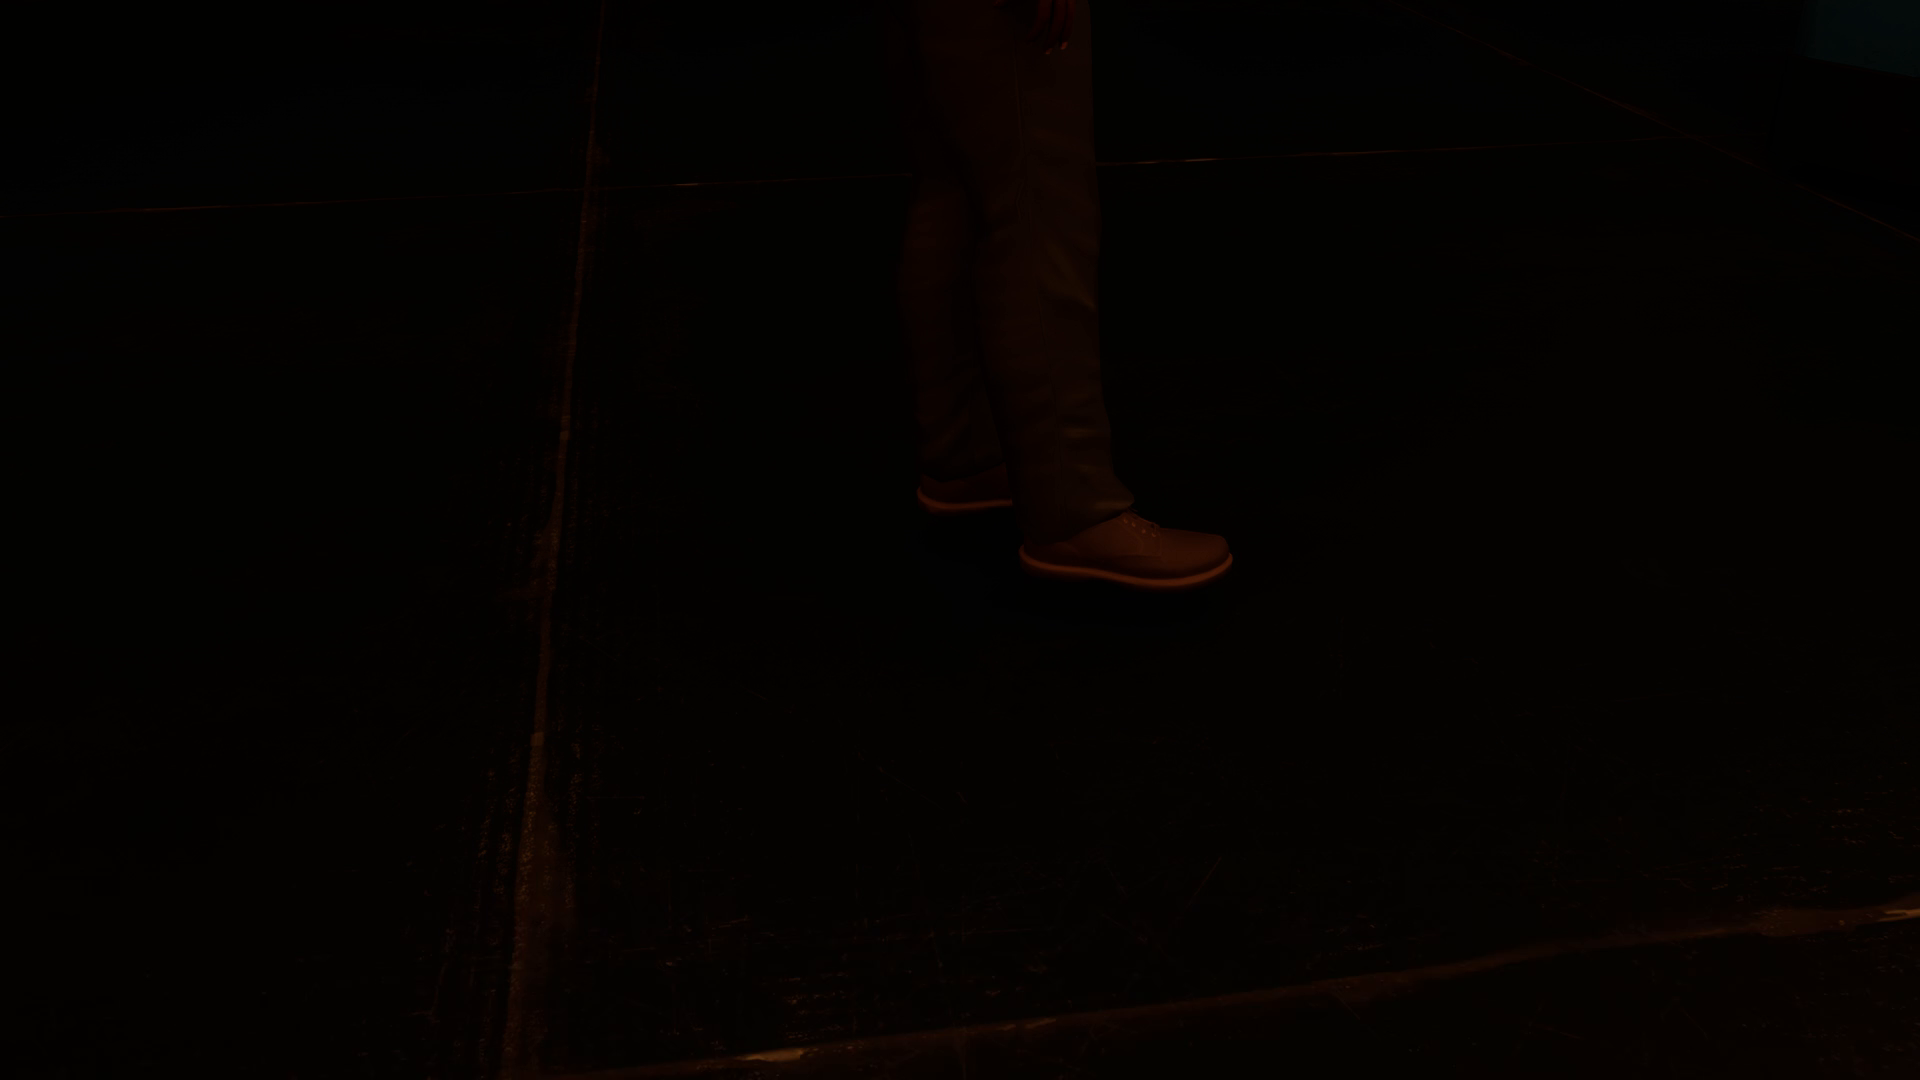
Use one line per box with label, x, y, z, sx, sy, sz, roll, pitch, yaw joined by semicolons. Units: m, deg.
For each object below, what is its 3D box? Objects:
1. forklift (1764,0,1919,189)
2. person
forklift;3.531;-2.434;3.961;3.031;2.935;1.130;-19;33;-31
person;0.090;-0.771;2.086;0.503;1.656;0.569;-5;28;-9
